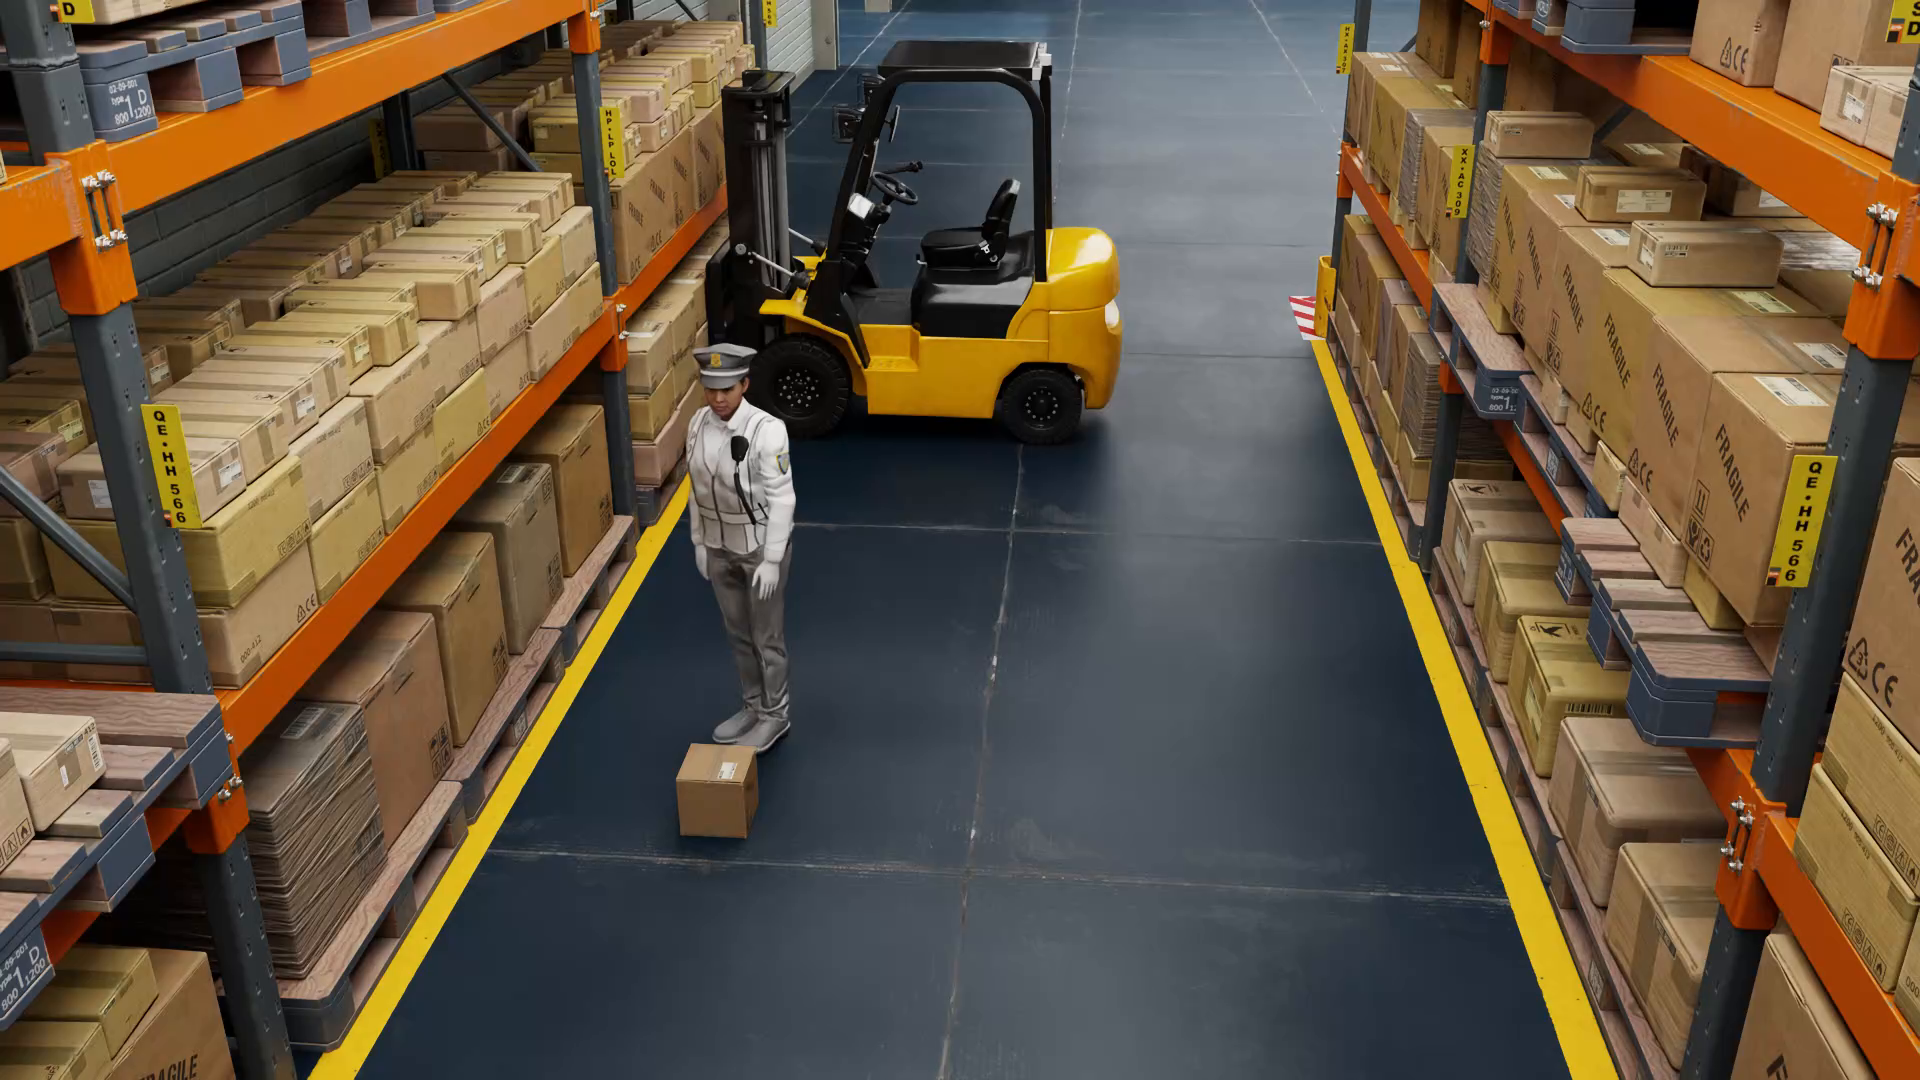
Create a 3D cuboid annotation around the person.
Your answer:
[{"bbox_3d":[-0.844,0.047,6.460,0.497,1.702,0.334,15,29,29],"label":"person"}]
